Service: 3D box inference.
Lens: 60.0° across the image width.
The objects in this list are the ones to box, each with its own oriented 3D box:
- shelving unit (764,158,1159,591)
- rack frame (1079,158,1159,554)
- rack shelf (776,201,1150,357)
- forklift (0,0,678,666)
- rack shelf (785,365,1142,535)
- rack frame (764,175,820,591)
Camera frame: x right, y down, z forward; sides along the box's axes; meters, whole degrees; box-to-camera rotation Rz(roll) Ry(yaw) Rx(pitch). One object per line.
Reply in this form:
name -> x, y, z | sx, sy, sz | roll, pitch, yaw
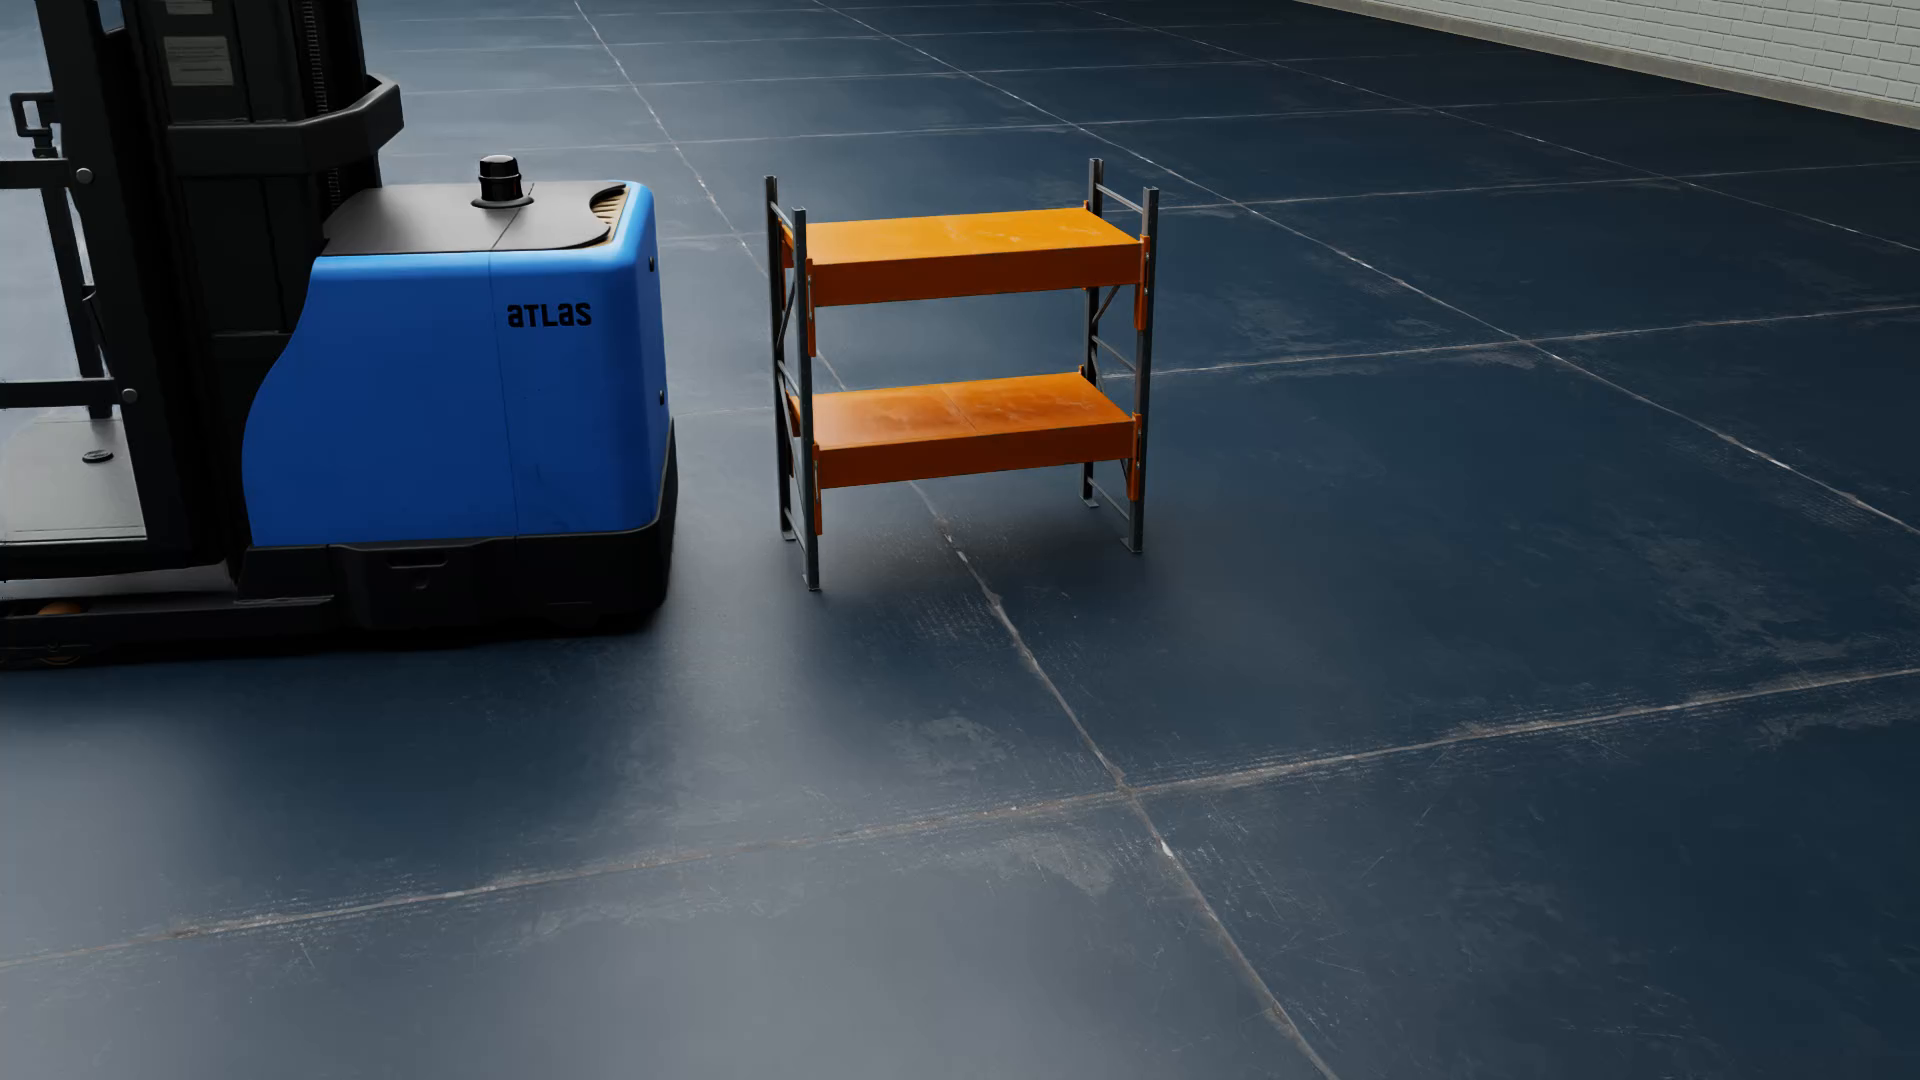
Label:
shelving unit -> -0.007, -0.516, 5.027 | 1.048, 1.125, 0.538 | -6, 24, -14
rack frame -> 0.483, -0.570, 5.153 | 0.032, 1.125, 0.500 | -6, 24, -14
rack shelf -> -0.007, -0.785, 4.911 | 1.000, 0.278, 0.538 | -6, 24, -14
forklift -> -2.385, -1.222, 4.380 | 3.031, 2.935, 1.130 | -3, 23, -6
rack shelf -> -0.007, -0.292, 5.123 | 1.000, 0.278, 0.538 | -6, 24, -14
rack frame -> -0.496, -0.462, 4.900 | 0.032, 1.125, 0.500 | -6, 24, -14
